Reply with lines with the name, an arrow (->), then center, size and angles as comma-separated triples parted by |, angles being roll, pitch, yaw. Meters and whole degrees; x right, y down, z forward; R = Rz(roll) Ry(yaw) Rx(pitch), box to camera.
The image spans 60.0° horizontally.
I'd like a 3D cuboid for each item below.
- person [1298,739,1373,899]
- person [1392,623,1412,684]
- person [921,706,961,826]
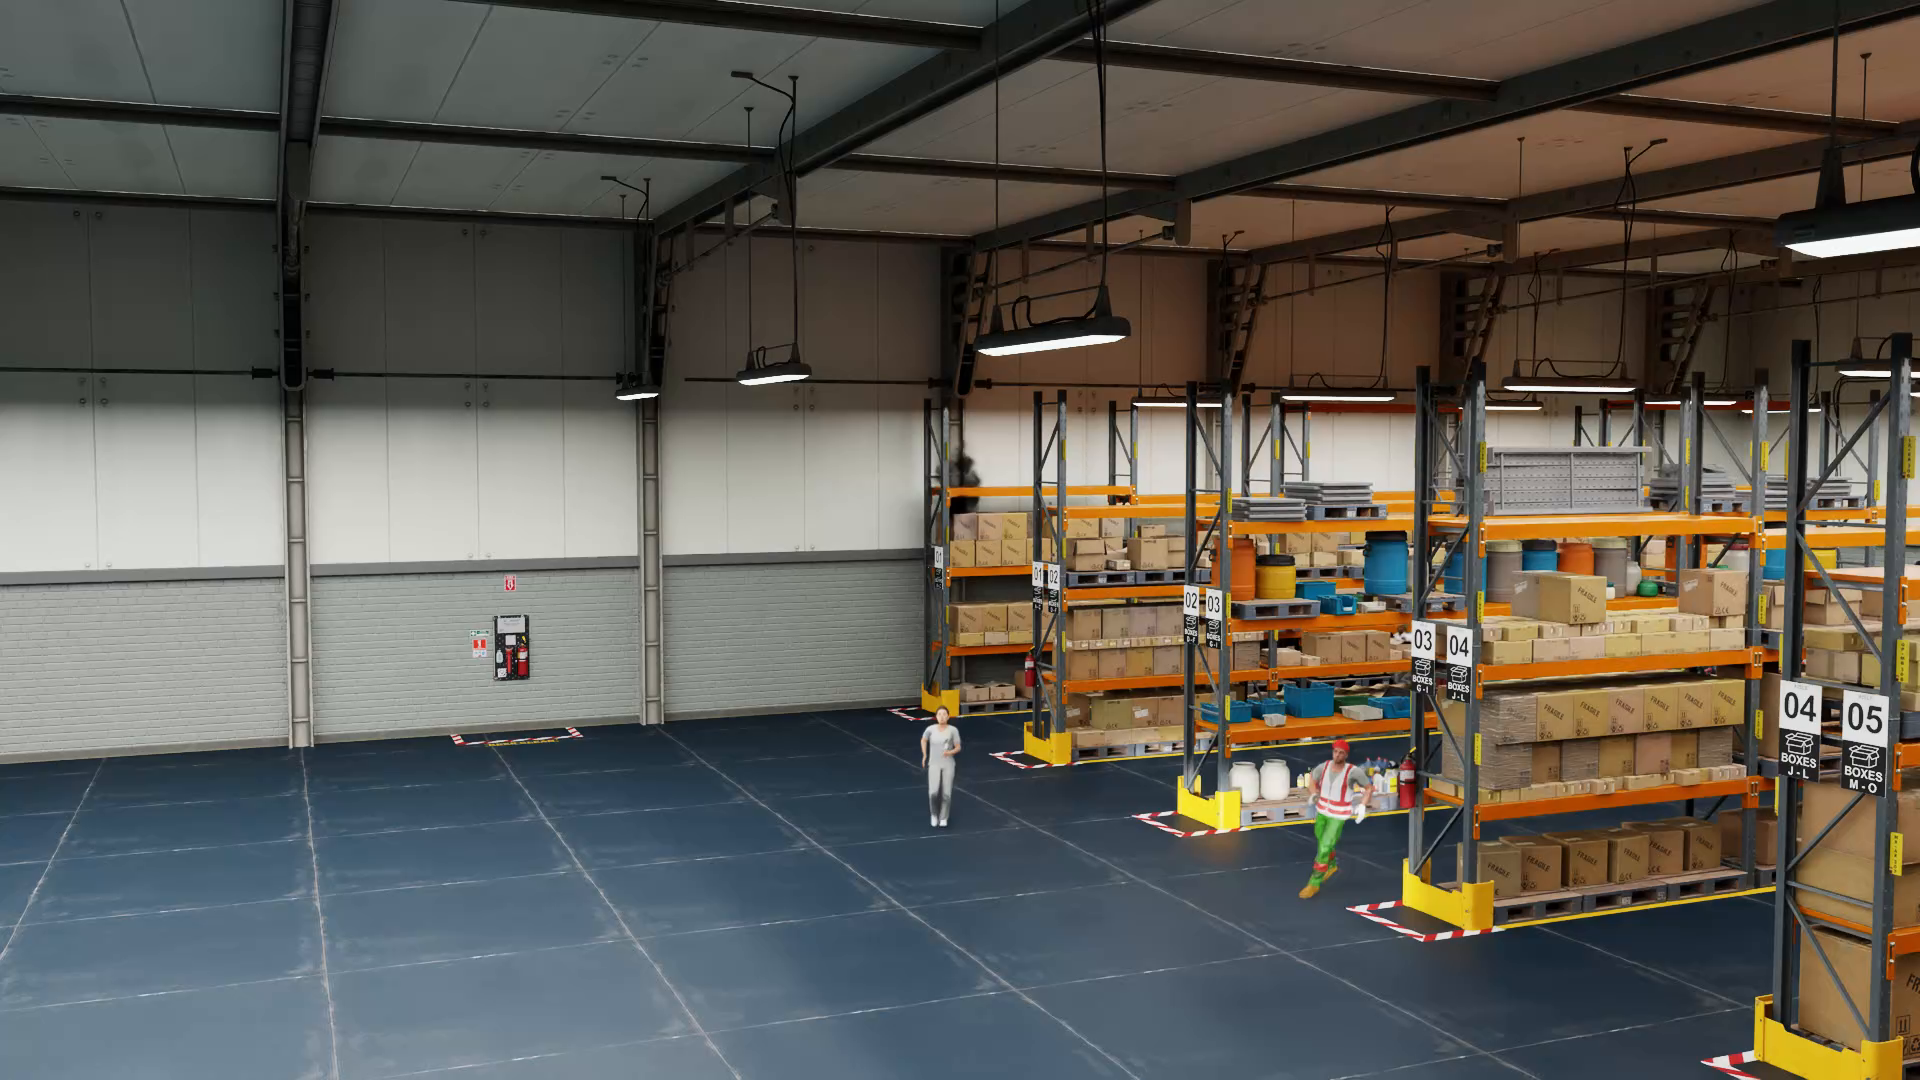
person -> 4.258, 3.150, 18.978 | 0.720, 1.783, 0.933 | 3, 5, 44
person -> 8.721, 2.404, 32.793 | 0.828, 1.690, 0.581 | -3, 4, -37
person -> -0.258, 3.026, 22.153 | 0.546, 1.635, 0.628 | 0, 3, 2
